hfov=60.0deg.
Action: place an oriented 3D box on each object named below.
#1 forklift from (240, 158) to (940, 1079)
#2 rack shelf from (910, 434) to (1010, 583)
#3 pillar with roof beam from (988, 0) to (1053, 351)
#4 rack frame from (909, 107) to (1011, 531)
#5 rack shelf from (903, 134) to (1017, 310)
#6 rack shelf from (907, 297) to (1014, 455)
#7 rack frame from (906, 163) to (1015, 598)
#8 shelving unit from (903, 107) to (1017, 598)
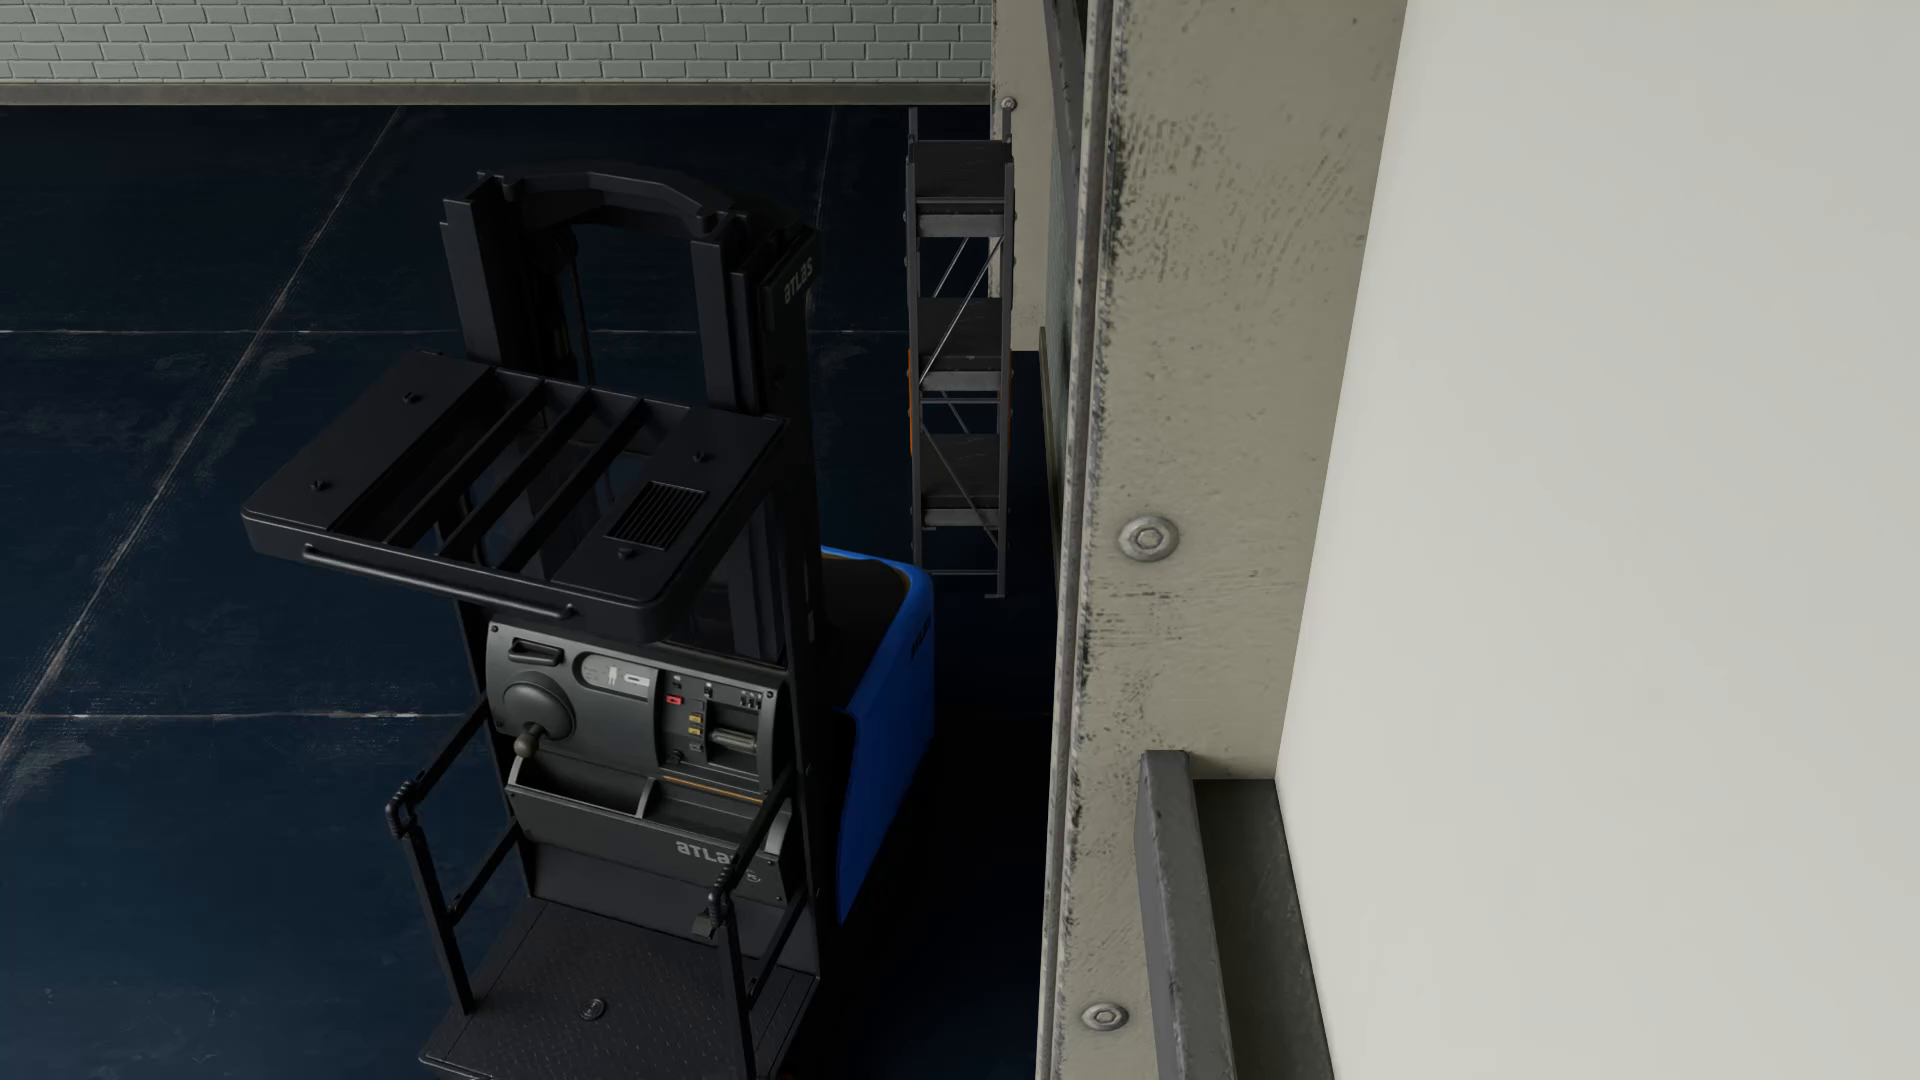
[{"bbox_3d":[-1.027,0.573,4.692,1.130,2.935,3.031,12,40,14],"label":"forklift"},{"bbox_3d":[0.000,-0.159,7.410,0.431,0.518,0.480,0,39,0],"label":"rack shelf"},{"bbox_3d":[-3.994,-4.662,6.372,9.100,9.000,0.400,0,39,0],"label":"pillar with roof beam"},{"bbox_3d":[0.000,-0.868,7.155,0.400,2.100,0.015,0,39,0],"label":"rack frame"},{"bbox_3d":[0.000,-1.251,6.535,0.431,0.518,0.480,0,39,0],"label":"rack shelf"},{"bbox_3d":[0.000,-0.705,6.973,0.431,0.518,0.480,0,39,0],"label":"rack shelf"},{"bbox_3d":[0.000,-0.563,6.774,0.400,2.100,0.015,0,39,0],"label":"rack frame"},{"bbox_3d":[0.000,-0.716,6.964,0.431,2.100,0.503,0,39,0],"label":"shelving unit"}]
